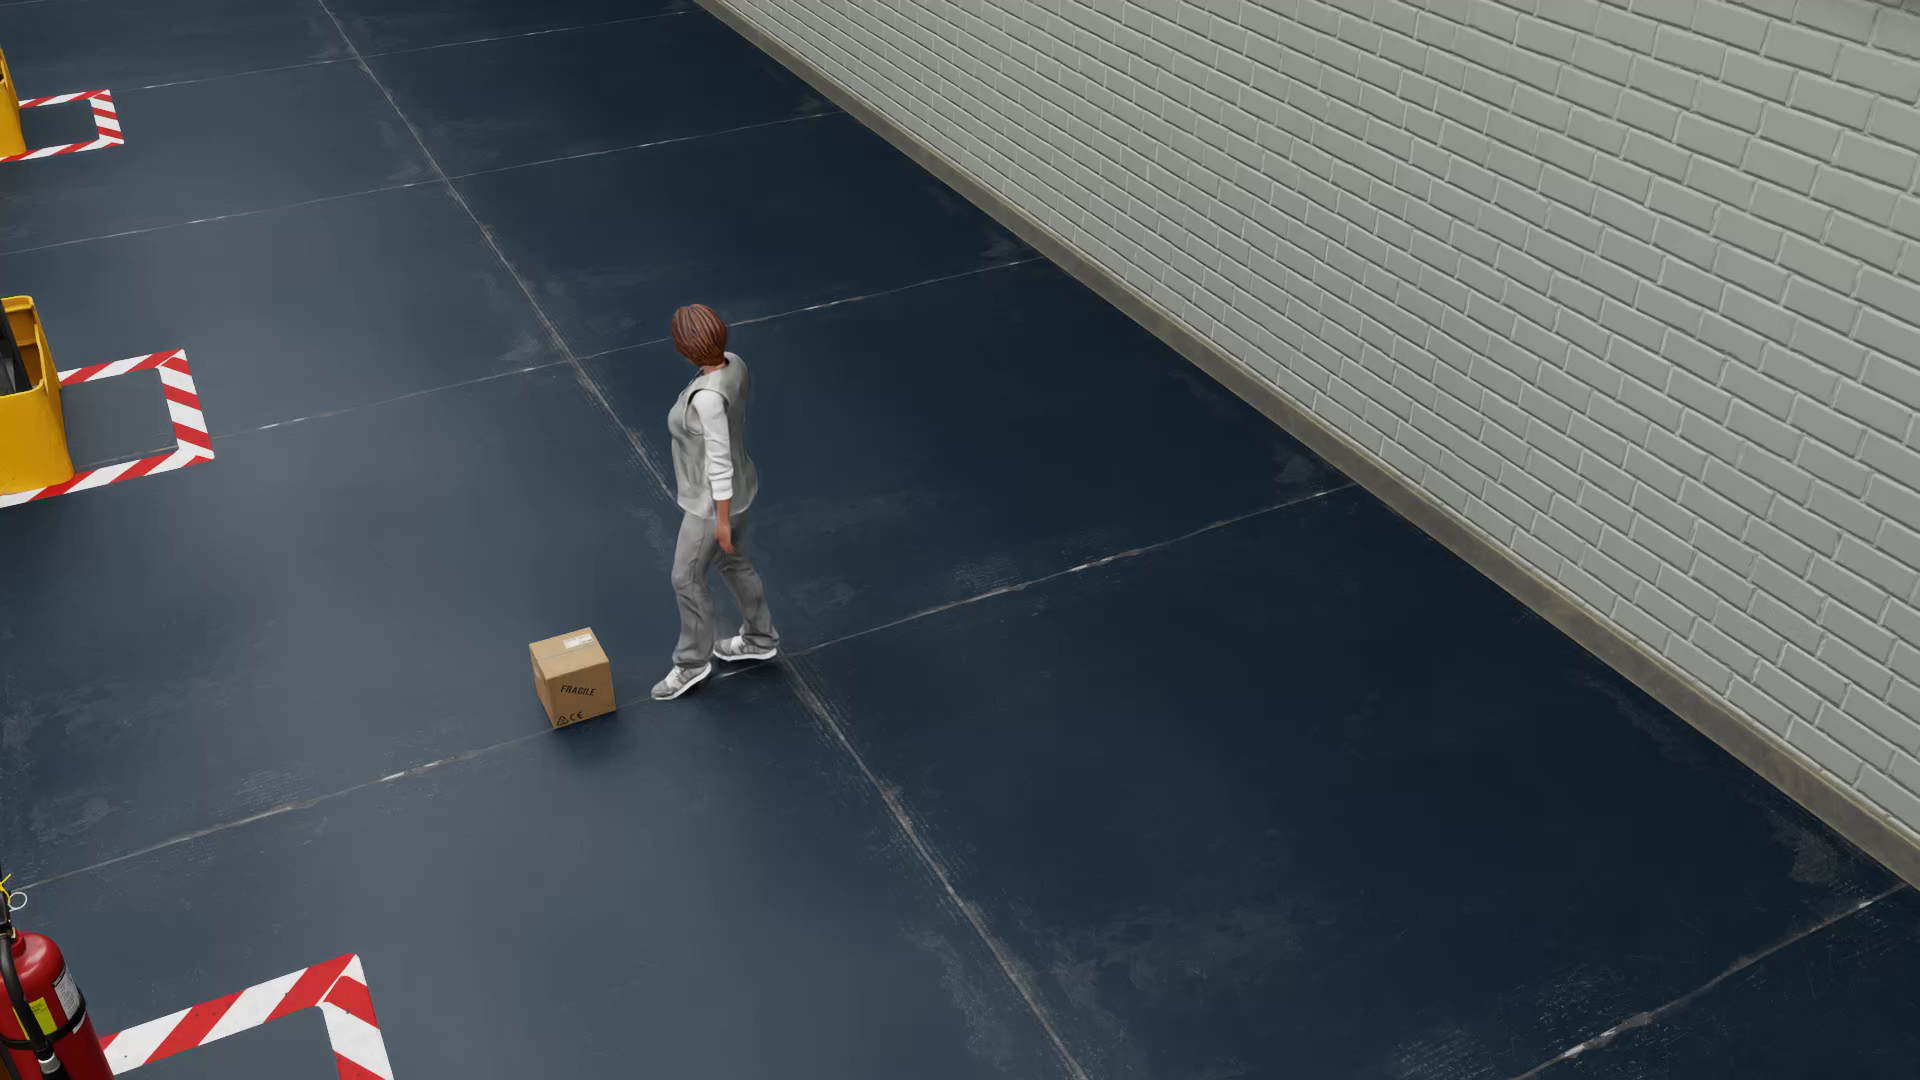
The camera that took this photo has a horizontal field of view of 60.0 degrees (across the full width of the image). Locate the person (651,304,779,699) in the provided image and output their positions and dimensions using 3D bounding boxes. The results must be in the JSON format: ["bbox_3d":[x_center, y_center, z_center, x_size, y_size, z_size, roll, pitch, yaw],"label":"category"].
[{"bbox_3d":[-0.985,-0.138,6.370,0.462,1.613,0.461,4,34,5],"label":"person"}]
